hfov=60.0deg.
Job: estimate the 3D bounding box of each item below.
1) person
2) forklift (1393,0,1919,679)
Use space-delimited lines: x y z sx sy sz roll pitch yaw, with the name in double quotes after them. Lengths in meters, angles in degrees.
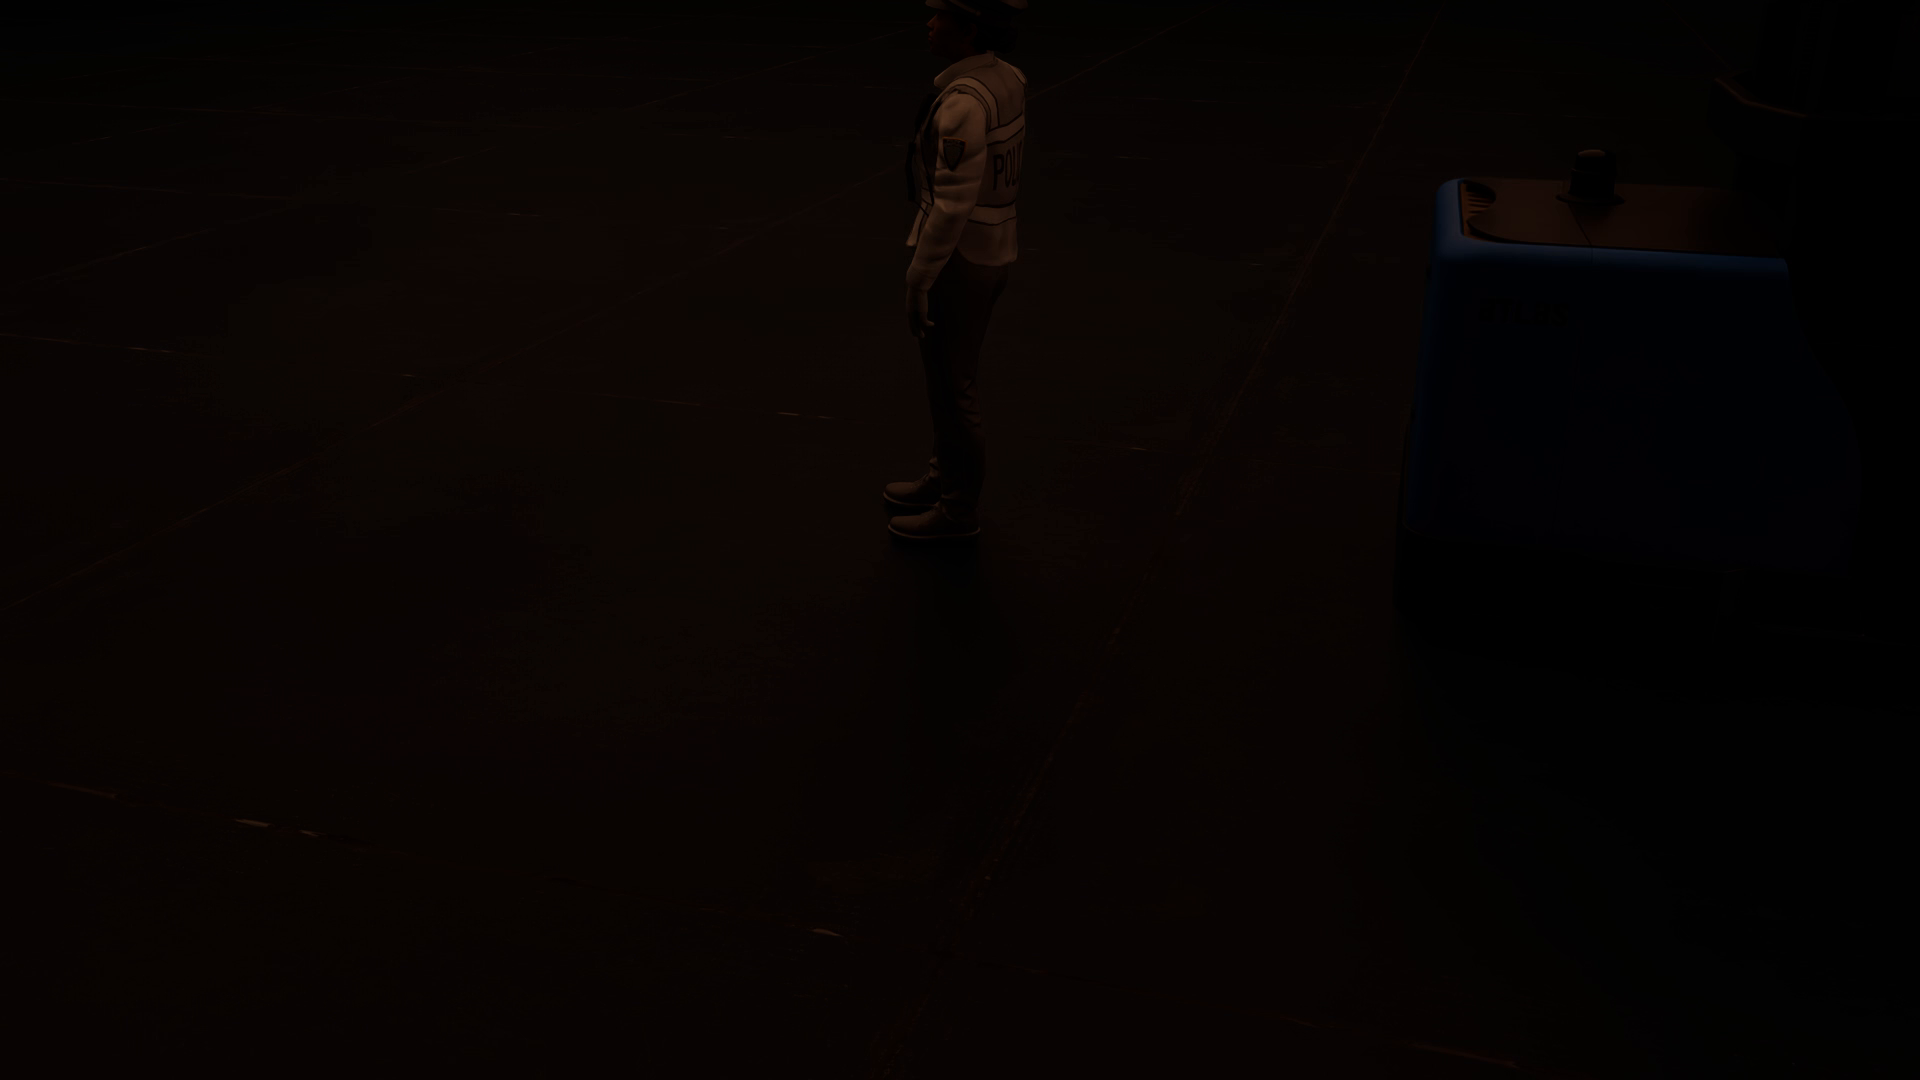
-0.064 -0.800 4.820 0.530 1.694 0.586 7 23 16 "person"
2.748 -1.124 4.003 3.031 2.935 1.130 6 23 14 "forklift"
